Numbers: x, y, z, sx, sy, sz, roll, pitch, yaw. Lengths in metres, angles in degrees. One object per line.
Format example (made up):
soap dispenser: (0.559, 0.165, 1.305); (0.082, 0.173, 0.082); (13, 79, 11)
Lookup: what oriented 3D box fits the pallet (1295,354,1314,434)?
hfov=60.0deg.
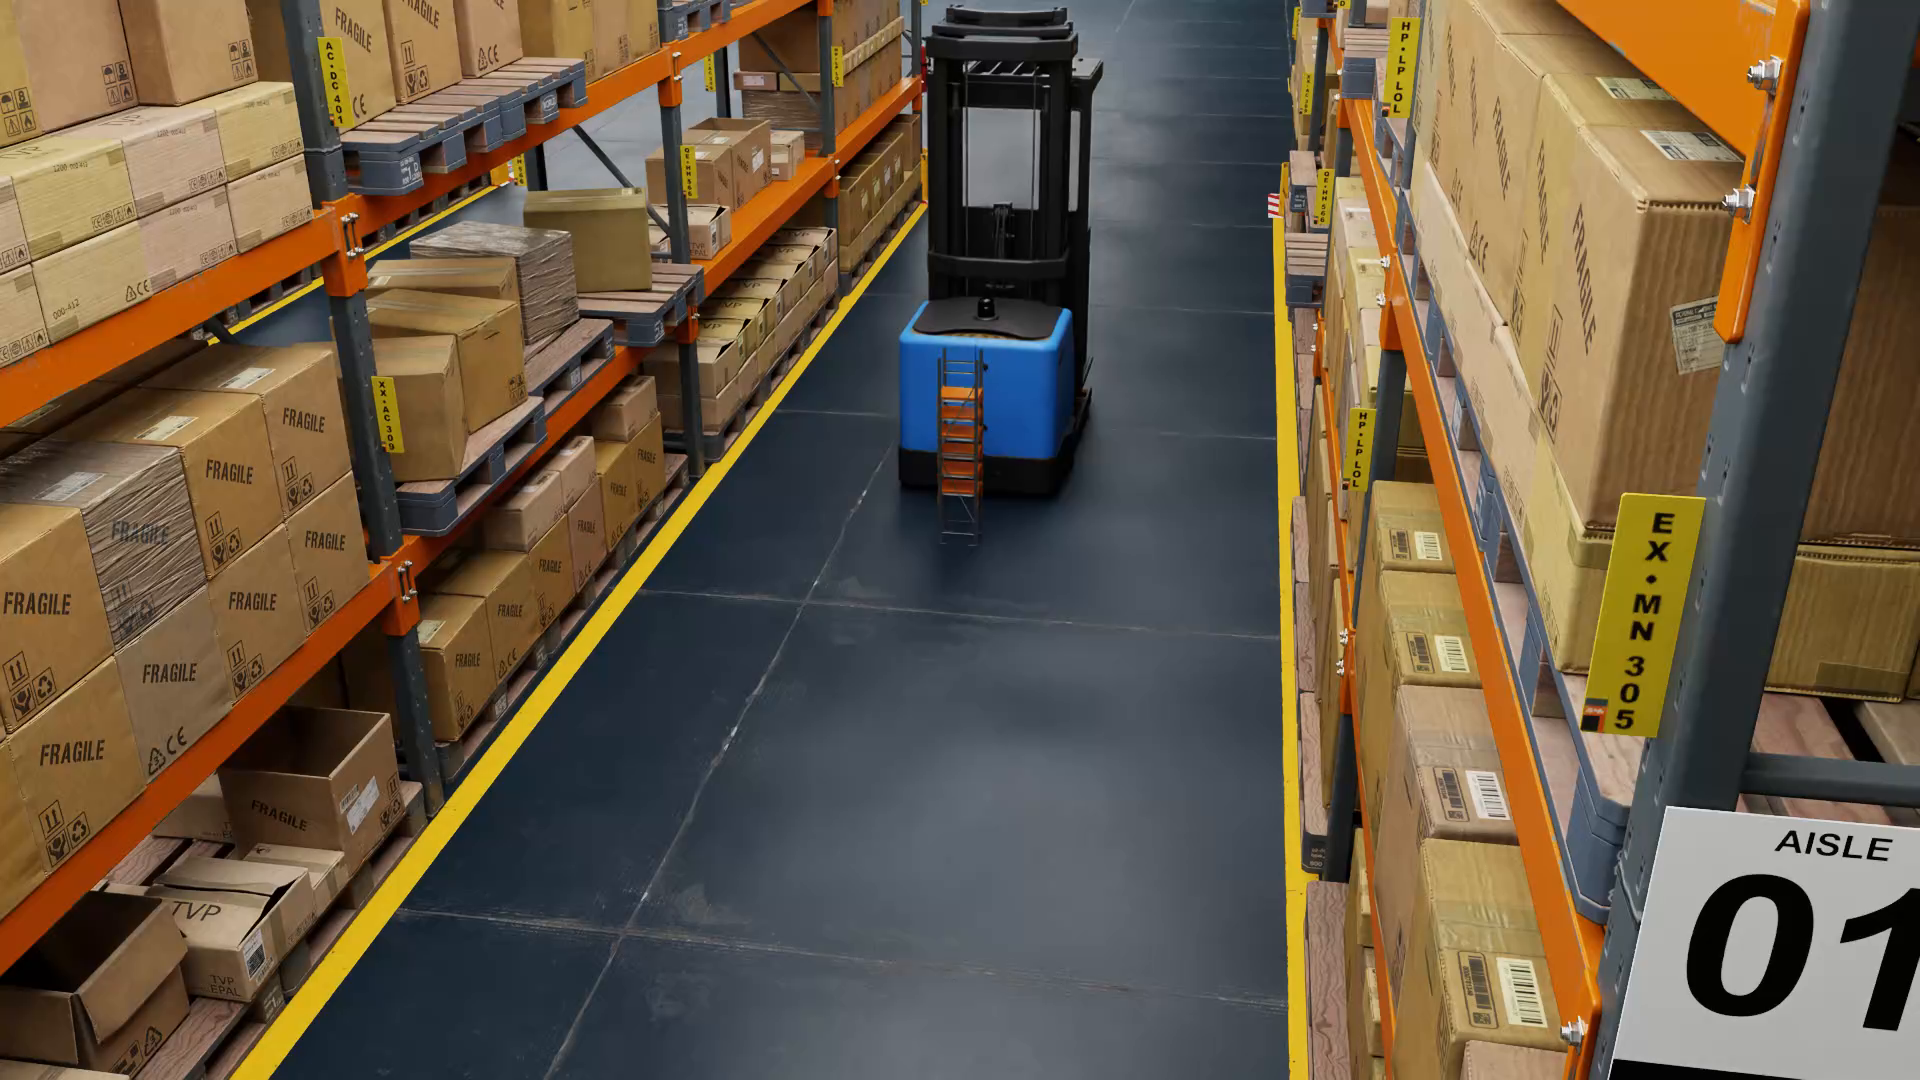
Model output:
pallet: (3.000, -1.055, 12.256); (1.003, 0.211, 1.213); (4, 25, 9)

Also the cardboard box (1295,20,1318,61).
cardboard box: (3.511, -4.725, 16.074); (0.500, 0.500, 0.500); (4, 25, 9)

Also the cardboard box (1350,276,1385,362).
cardboard box: (2.016, -0.978, 7.424); (0.500, 0.250, 0.500); (5, 25, 10)

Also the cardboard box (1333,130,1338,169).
cardboard box: (3.031, -2.679, 11.798); (0.700, 0.500, 0.500); (8, 26, 16)

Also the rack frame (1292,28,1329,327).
rack frame: (3.323, -3.156, 13.454); (1.000, 3.000, 0.127); (4, 25, 9)

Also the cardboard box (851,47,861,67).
cardboard box: (-1.123, -4.475, 15.388); (0.380, 0.149, 0.250); (3, 25, 7)

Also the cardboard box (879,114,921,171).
cardboard box: (-0.705, -4.210, 17.569); (0.500, 0.500, 0.500); (4, 25, 9)

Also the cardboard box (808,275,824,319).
cardboard box: (-1.431, -2.037, 13.812); (0.500, 0.250, 0.500); (4, 25, 8)

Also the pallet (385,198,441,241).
pallet: (-6.103, -3.369, 17.198); (1.003, 0.211, 1.213); (4, 25, 9)

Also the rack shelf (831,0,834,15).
rack shelf: (-1.238, -5.367, 15.487); (1.077, 0.370, 4.000); (4, 25, 9)

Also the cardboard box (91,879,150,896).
cardboard box: (-3.286, 1.455, 6.425); (0.380, 0.166, 0.250); (4, 25, 9)

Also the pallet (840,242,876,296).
pallet: (-1.394, -2.564, 15.479); (1.003, 0.211, 1.213); (4, 25, 9)

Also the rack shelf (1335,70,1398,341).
rack shelf: (2.342, -1.679, 7.609); (1.077, 0.370, 4.000); (4, 25, 9)

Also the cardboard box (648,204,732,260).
cardboard box: (-1.881, -2.145, 11.399); (0.500, 0.311, 0.500); (4, 25, 8)

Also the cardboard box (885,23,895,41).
cardboard box: (-0.869, -5.120, 16.767); (0.380, 0.149, 0.250); (4, 25, 8)

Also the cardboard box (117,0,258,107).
cardboard box: (-2.914, -1.802, 5.726); (0.700, 0.500, 0.500); (4, 25, 9)

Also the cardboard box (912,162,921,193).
cardboard box: (-0.707, -3.870, 17.729); (0.500, 0.250, 0.500); (4, 25, 9)

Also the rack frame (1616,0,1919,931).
rack frame: (1.362, -0.854, 1.460); (1.000, 3.000, 0.127); (4, 25, 9)

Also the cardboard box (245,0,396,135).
cardboard box: (-2.717, -1.996, 6.707); (0.600, 0.600, 0.600); (2, 25, 4)

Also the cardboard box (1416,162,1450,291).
cardboard box: (1.545, -0.853, 4.560); (0.500, 0.250, 0.500); (3, 25, 7)

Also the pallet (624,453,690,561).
pallet: (-2.378, -0.252, 10.539); (1.003, 0.211, 1.213); (4, 25, 9)

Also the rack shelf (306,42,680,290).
rack shelf: (-2.545, -2.021, 8.339); (1.077, 0.370, 4.000); (4, 25, 9)

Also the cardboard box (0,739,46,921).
cardboard box: (-3.029, 0.883, 4.707); (0.500, 0.500, 0.500); (4, 25, 8)

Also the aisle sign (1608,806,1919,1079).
aisle sign: (1.054, 0.695, 2.160); (0.394, 0.787, 0.004); (4, 25, 9)

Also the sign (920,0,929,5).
sign: (-0.378, -5.759, 17.369); (0.100, 0.325, 0.005); (4, 25, 9)

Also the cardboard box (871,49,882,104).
cardboard box: (-1.168, -4.594, 16.408); (0.700, 0.500, 0.500); (4, 25, 9)

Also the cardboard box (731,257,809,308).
cardboard box: (-1.511, -2.080, 13.243); (0.500, 0.311, 0.500); (4, 25, 8)

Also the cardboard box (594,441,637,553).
cardboard box: (-2.225, -0.268, 9.713); (0.500, 0.500, 0.500); (3, 25, 7)

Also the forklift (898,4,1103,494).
forklift: (0.369, -2.224, 11.544); (1.130, 2.935, 3.031); (4, 25, 9)

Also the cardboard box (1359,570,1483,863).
cardboard box: (1.786, 0.585, 5.108); (0.980, 0.700, 0.700); (3, 25, 7)

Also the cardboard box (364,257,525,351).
cardboard box: (-2.644, -1.130, 8.513); (0.700, 0.500, 0.500); (-2, 25, -5)

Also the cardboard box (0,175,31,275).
cardboard box: (-2.935, -0.819, 4.511); (0.500, 0.250, 0.500); (4, 25, 9)

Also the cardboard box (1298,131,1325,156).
cardboard box: (3.101, -3.316, 13.949); (0.500, 0.250, 0.500); (4, 25, 9)

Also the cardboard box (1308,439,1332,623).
cardboard box: (2.270, -0.035, 8.827); (0.750, 0.750, 0.750); (4, 25, 8)

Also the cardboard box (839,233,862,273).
cardboard box: (-1.190, -2.615, 15.047); (0.500, 0.250, 0.500); (4, 25, 9)

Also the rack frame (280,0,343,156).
rack frame: (-2.872, -2.869, 5.764); (1.000, 3.000, 0.127); (4, 25, 9)

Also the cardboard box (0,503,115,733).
cardboard box: (-2.947, 0.215, 4.954); (0.500, 0.500, 0.500); (4, 25, 8)

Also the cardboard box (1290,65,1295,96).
cardboard box: (3.584, -4.588, 16.666); (0.500, 0.250, 0.500); (3, 25, 7)

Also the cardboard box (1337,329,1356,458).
cardboard box: (2.006, -0.633, 7.572); (0.500, 0.500, 0.500); (4, 25, 9)

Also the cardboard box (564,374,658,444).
cardboard box: (-2.145, -0.800, 9.966); (0.500, 0.250, 0.500); (5, 26, 11)

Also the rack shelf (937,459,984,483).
rack shelf: (0.002, -0.401, 10.078); (0.258, 0.103, 0.180); (4, 25, 9)

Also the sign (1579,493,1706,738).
sign: (0.829, 0.096, 2.017); (0.100, 0.325, 0.005); (4, 25, 9)

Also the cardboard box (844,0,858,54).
cardboard box: (-1.335, -4.737, 15.184); (0.700, 0.500, 0.500); (4, 25, 8)

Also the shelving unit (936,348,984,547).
shelving unit: (0.002, -0.549, 10.009); (0.258, 1.200, 0.189); (4, 25, 9)

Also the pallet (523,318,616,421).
pallet: (-2.532, -0.924, 8.912); (1.003, 0.211, 1.213); (4, 25, 9)

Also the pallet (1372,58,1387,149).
pallet: (2.436, -2.015, 7.701); (1.003, 0.211, 1.213); (5, 26, 11)

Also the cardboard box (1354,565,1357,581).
cardboard box: (1.791, 0.134, 6.699); (0.380, 0.149, 0.250); (4, 25, 9)

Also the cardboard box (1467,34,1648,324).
cardboard box: (1.382, -0.755, 3.465); (0.500, 0.500, 0.500); (3, 25, 6)

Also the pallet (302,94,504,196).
pallet: (-2.696, -1.693, 7.012); (1.213, 0.211, 1.003); (4, 25, 9)

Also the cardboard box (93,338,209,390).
cardboard box: (-3.227, -0.472, 6.423); (0.500, 0.500, 0.500); (5, 25, 10)

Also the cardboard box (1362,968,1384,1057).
cardboard box: (1.471, 1.493, 5.211); (0.380, 0.149, 0.250); (3, 25, 7)
